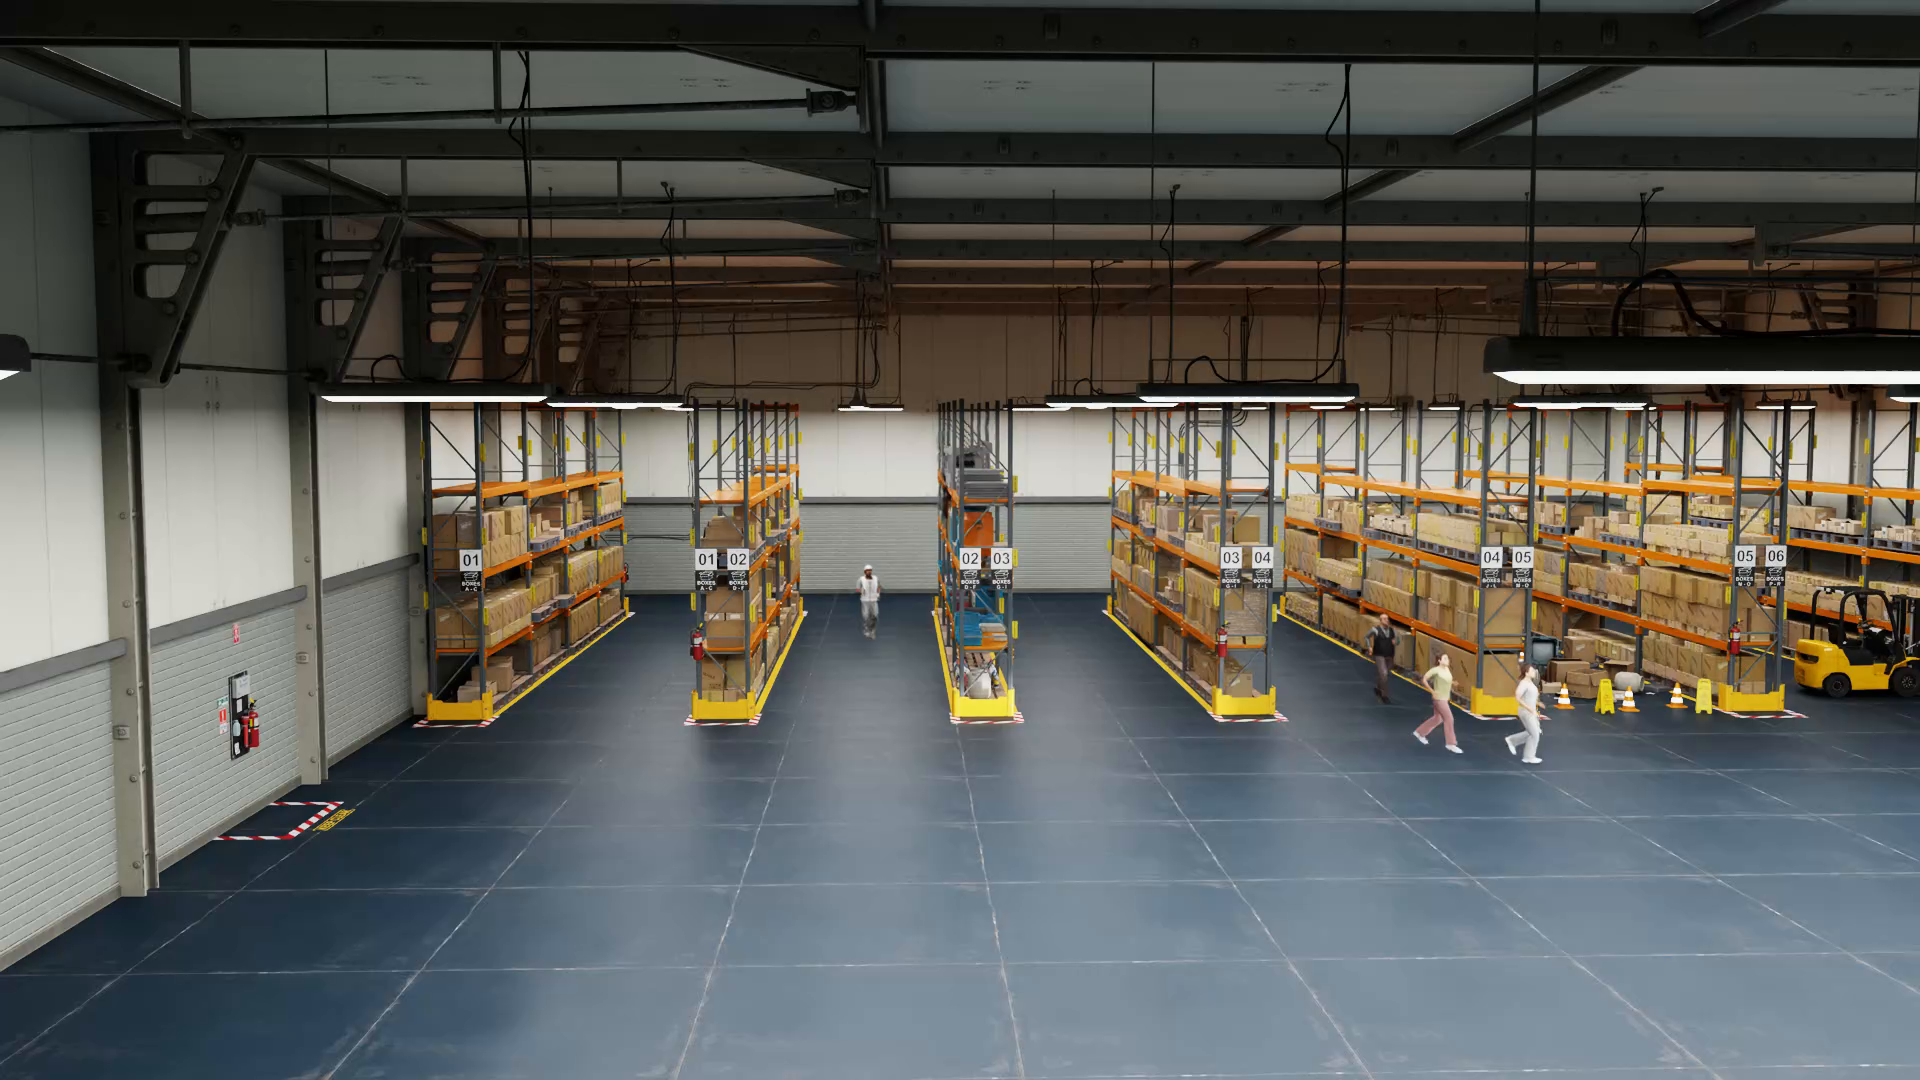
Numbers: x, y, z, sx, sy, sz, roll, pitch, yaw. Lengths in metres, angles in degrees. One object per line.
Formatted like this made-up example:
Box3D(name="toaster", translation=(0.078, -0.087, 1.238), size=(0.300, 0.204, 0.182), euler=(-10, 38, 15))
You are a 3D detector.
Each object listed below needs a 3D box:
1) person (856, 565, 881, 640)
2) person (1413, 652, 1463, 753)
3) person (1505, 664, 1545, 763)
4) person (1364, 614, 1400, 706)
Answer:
Box3D(name="person", translation=(-2.179, 1.524, 40.229), size=(0.662, 1.829, 0.627), euler=(-1, 4, -14))
Box3D(name="person", translation=(8.178, 2.739, 28.335), size=(0.886, 1.682, 0.559), euler=(4, 6, 39))
Box3D(name="person", translation=(9.254, 2.836, 27.282), size=(0.621, 1.626, 0.555), euler=(3, 5, 33))
Box3D(name="person", translation=(8.402, 2.343, 32.988), size=(0.638, 1.755, 0.874), euler=(-1, 5, -17))
